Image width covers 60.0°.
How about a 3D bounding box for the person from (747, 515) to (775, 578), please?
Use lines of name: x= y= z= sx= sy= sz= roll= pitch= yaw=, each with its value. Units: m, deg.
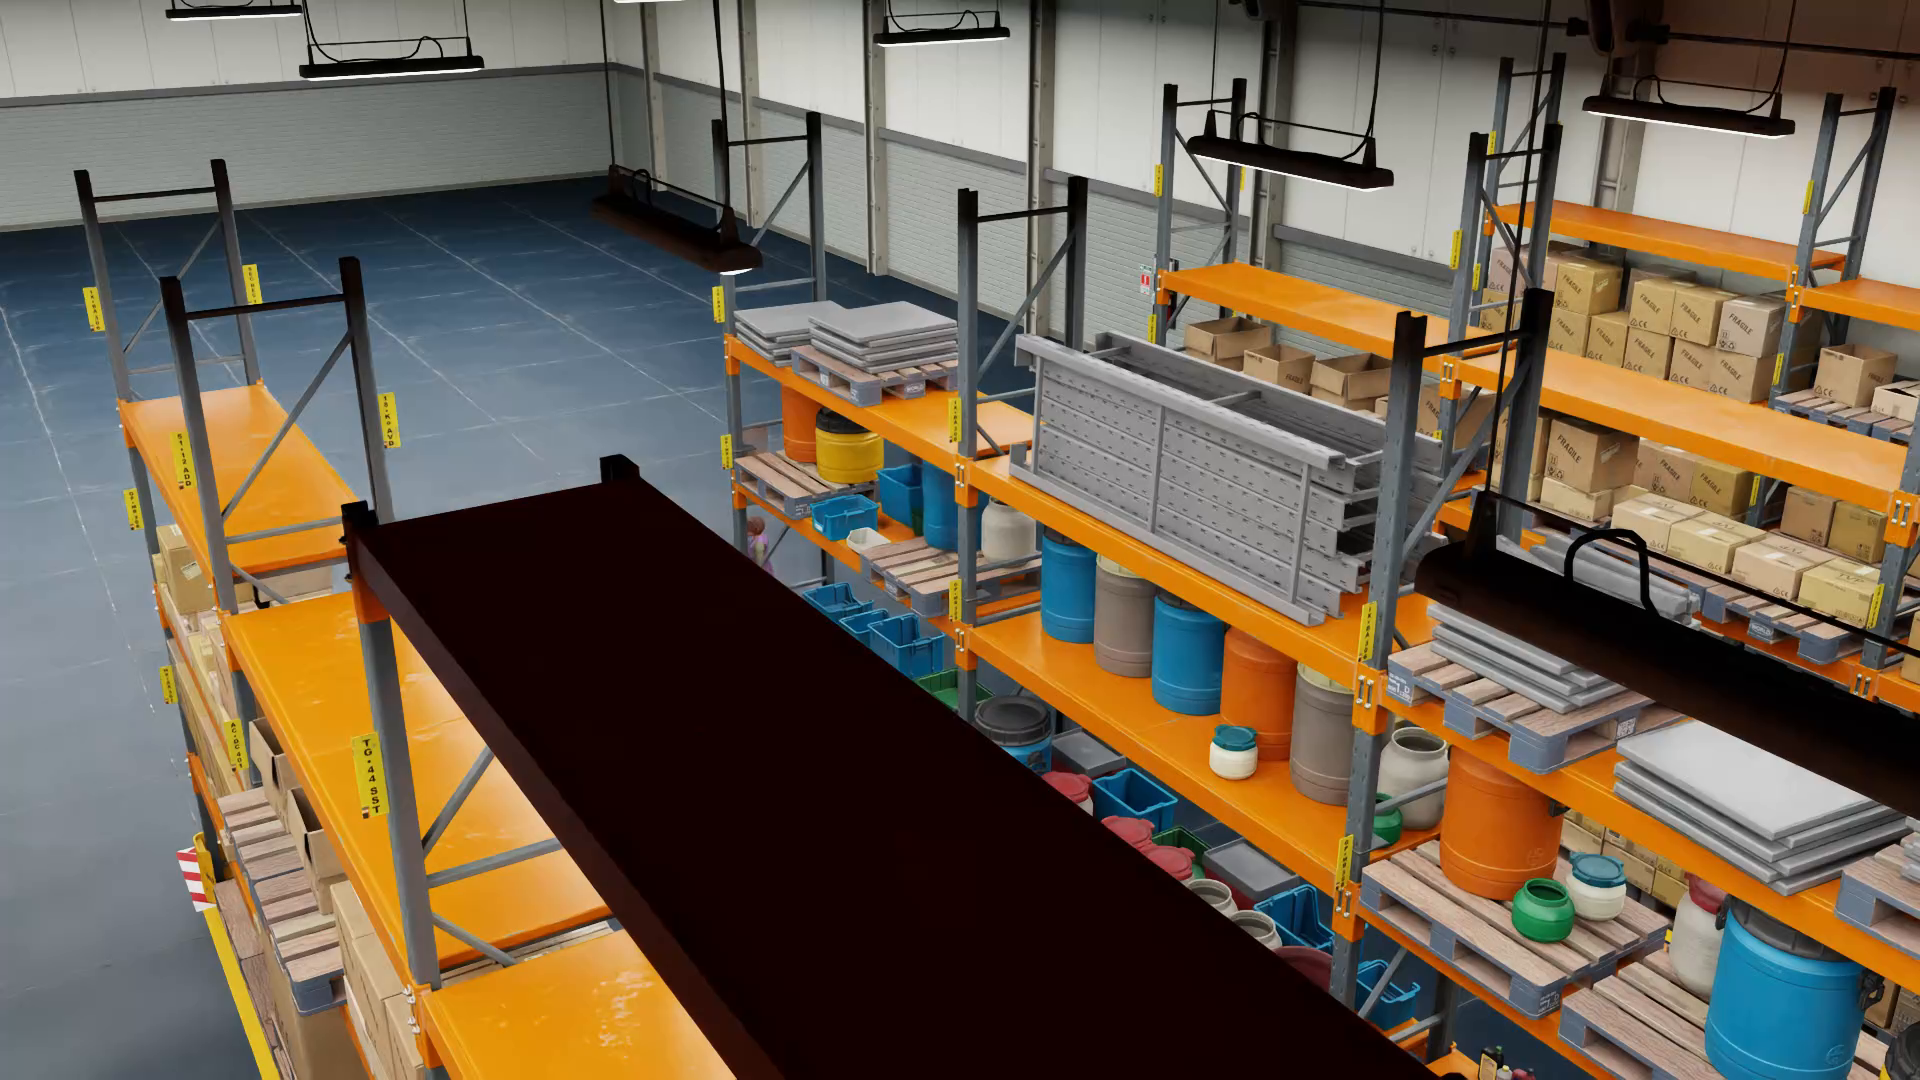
person: x=-2.141 y=0.467 z=18.097 sx=0.779 sy=1.566 sz=0.455 roll=-3 pitch=22 yaw=-8
